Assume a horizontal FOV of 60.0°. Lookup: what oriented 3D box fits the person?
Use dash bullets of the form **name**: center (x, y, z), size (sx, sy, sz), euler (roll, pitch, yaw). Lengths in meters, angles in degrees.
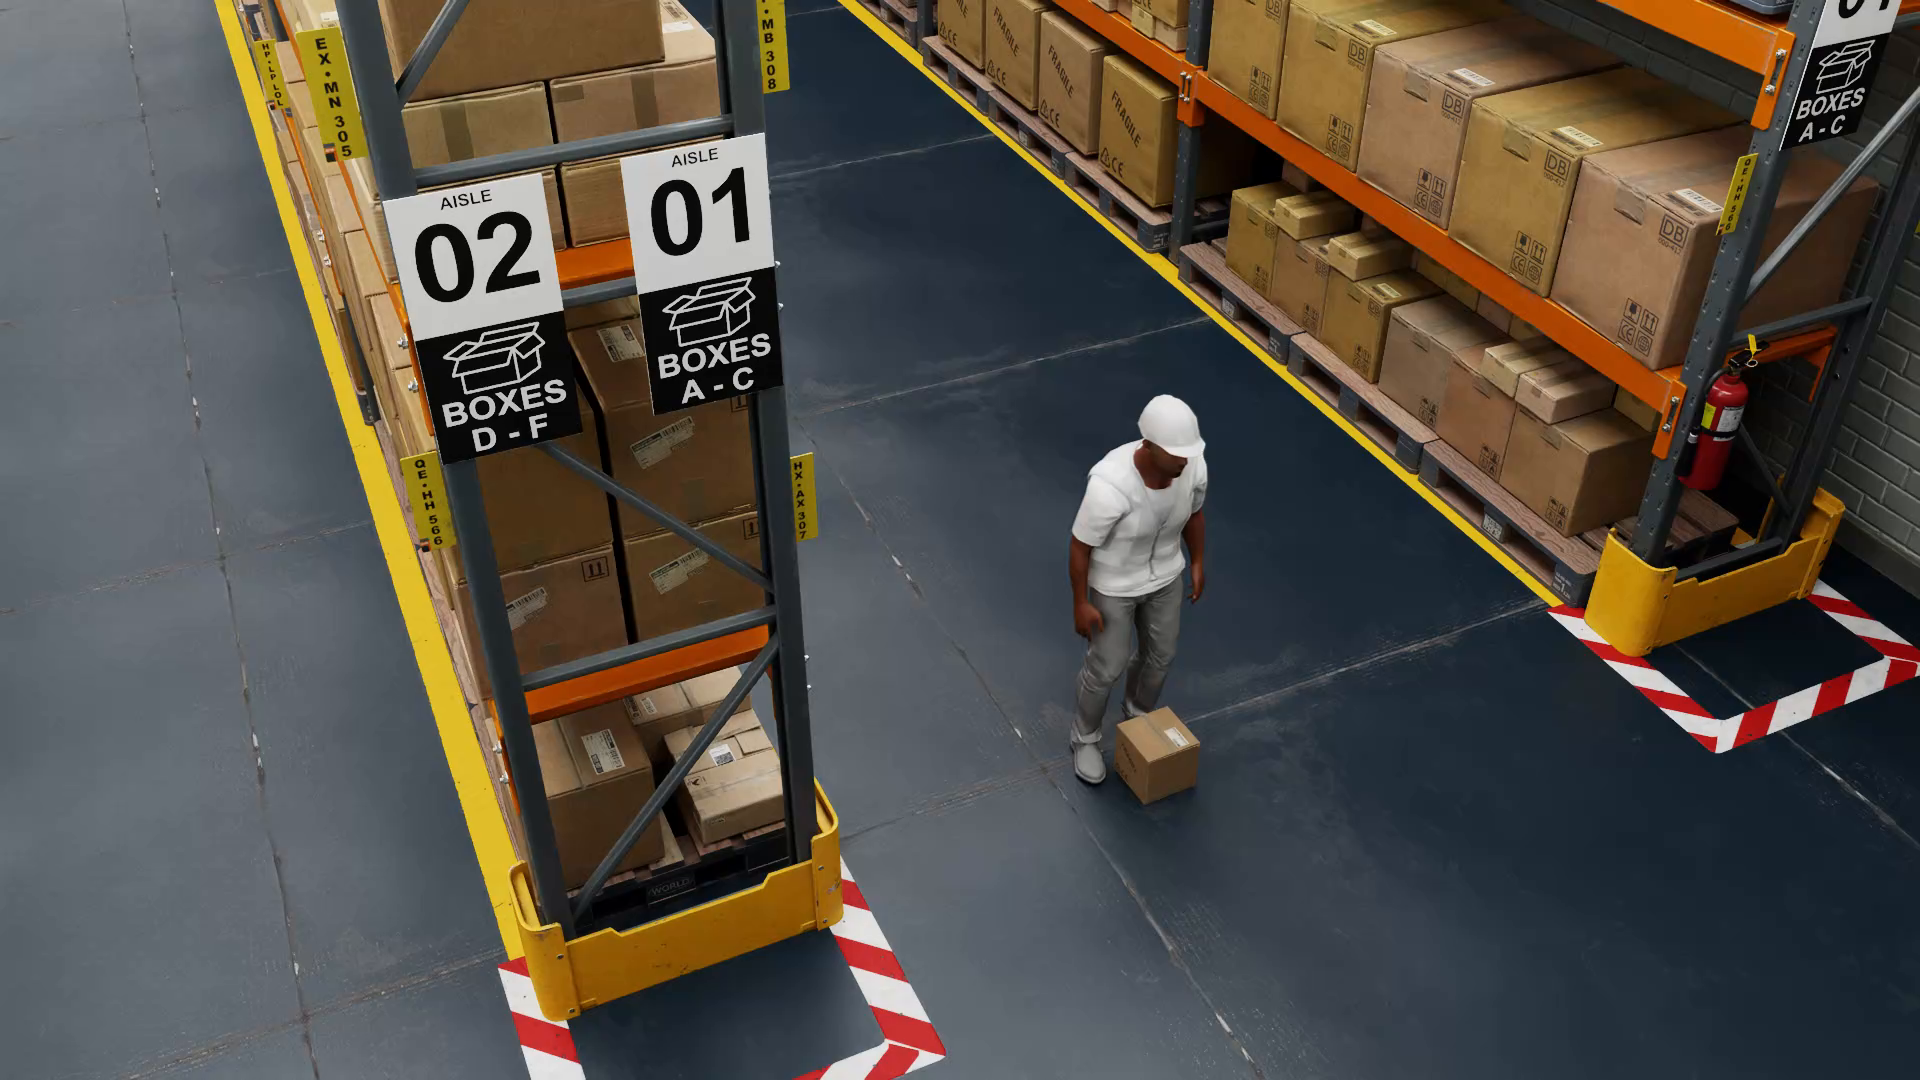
- **person**: center (0.717, 0.170, 6.616), size (0.633, 1.759, 0.462), euler (-18, 41, -23)
